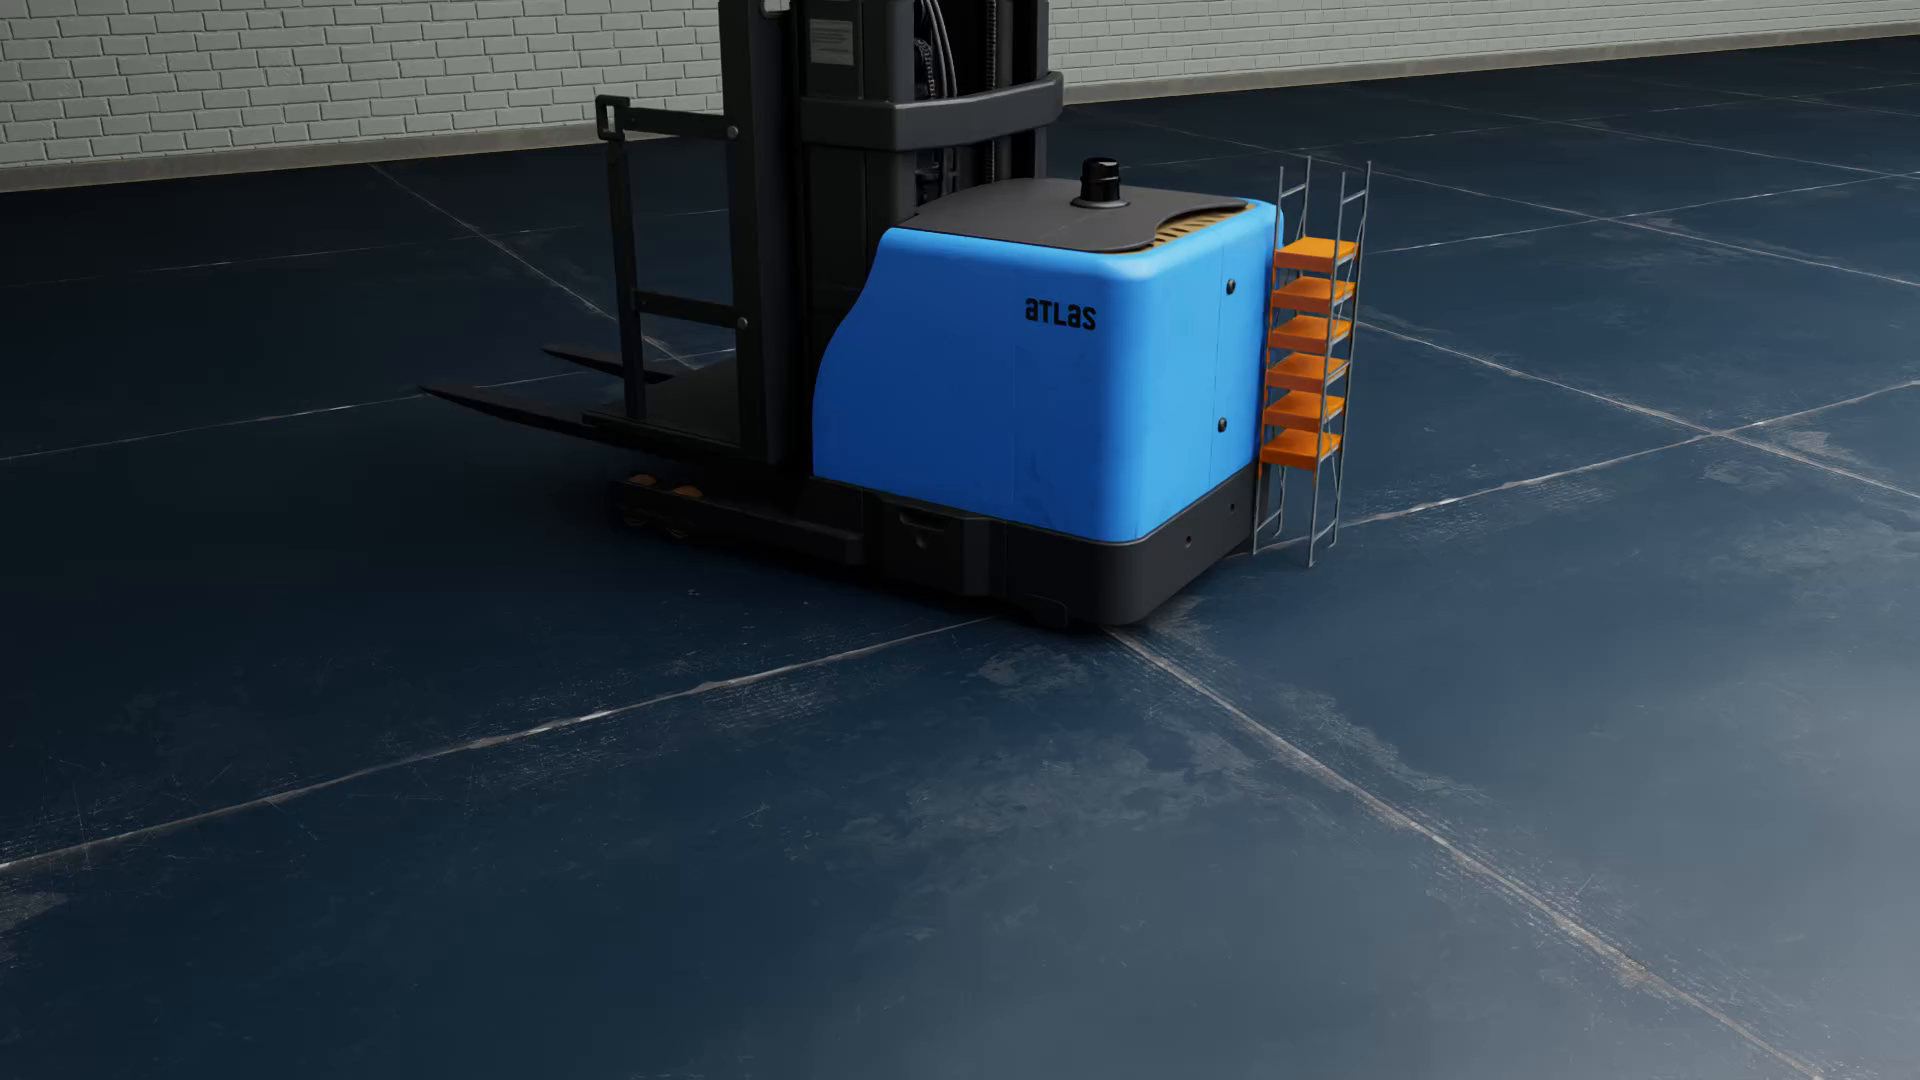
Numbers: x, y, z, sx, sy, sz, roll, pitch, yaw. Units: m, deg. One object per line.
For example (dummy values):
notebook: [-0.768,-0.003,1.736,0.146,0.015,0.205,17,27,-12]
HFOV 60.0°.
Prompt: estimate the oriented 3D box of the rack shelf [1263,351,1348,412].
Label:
rack shelf: [1.051,-0.483,5.025,0.180,0.103,0.258,13,25,29]

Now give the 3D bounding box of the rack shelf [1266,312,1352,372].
rack shelf: [1.051,-0.594,4.980,0.180,0.103,0.258,13,25,29]

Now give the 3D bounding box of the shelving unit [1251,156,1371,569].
shelving unit: [1.051,-0.524,5.008,0.189,1.200,0.258,13,25,29]

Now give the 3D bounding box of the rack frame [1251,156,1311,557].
rack frame: [0.973,-0.542,5.052,0.006,1.200,0.240,13,25,29]

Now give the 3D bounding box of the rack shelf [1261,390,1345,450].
rack shelf: [1.051,-0.372,5.070,0.180,0.103,0.258,13,25,29]

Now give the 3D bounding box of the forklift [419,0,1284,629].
forklift: [-0.541,-1.516,5.149,3.031,2.935,1.130,14,26,30]

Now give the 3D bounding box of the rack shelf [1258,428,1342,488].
rack shelf: [1.051,-0.261,5.115,0.180,0.103,0.258,13,25,29]

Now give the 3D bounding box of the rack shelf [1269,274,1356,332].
rack shelf: [1.051,-0.706,4.935,0.180,0.103,0.258,13,25,29]

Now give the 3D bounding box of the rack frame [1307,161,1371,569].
rack frame: [1.129,-0.506,4.964,0.006,1.200,0.240,13,25,29]

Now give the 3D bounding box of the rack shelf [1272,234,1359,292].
rack shelf: [1.051,-0.817,4.889,0.180,0.103,0.258,13,25,29]
